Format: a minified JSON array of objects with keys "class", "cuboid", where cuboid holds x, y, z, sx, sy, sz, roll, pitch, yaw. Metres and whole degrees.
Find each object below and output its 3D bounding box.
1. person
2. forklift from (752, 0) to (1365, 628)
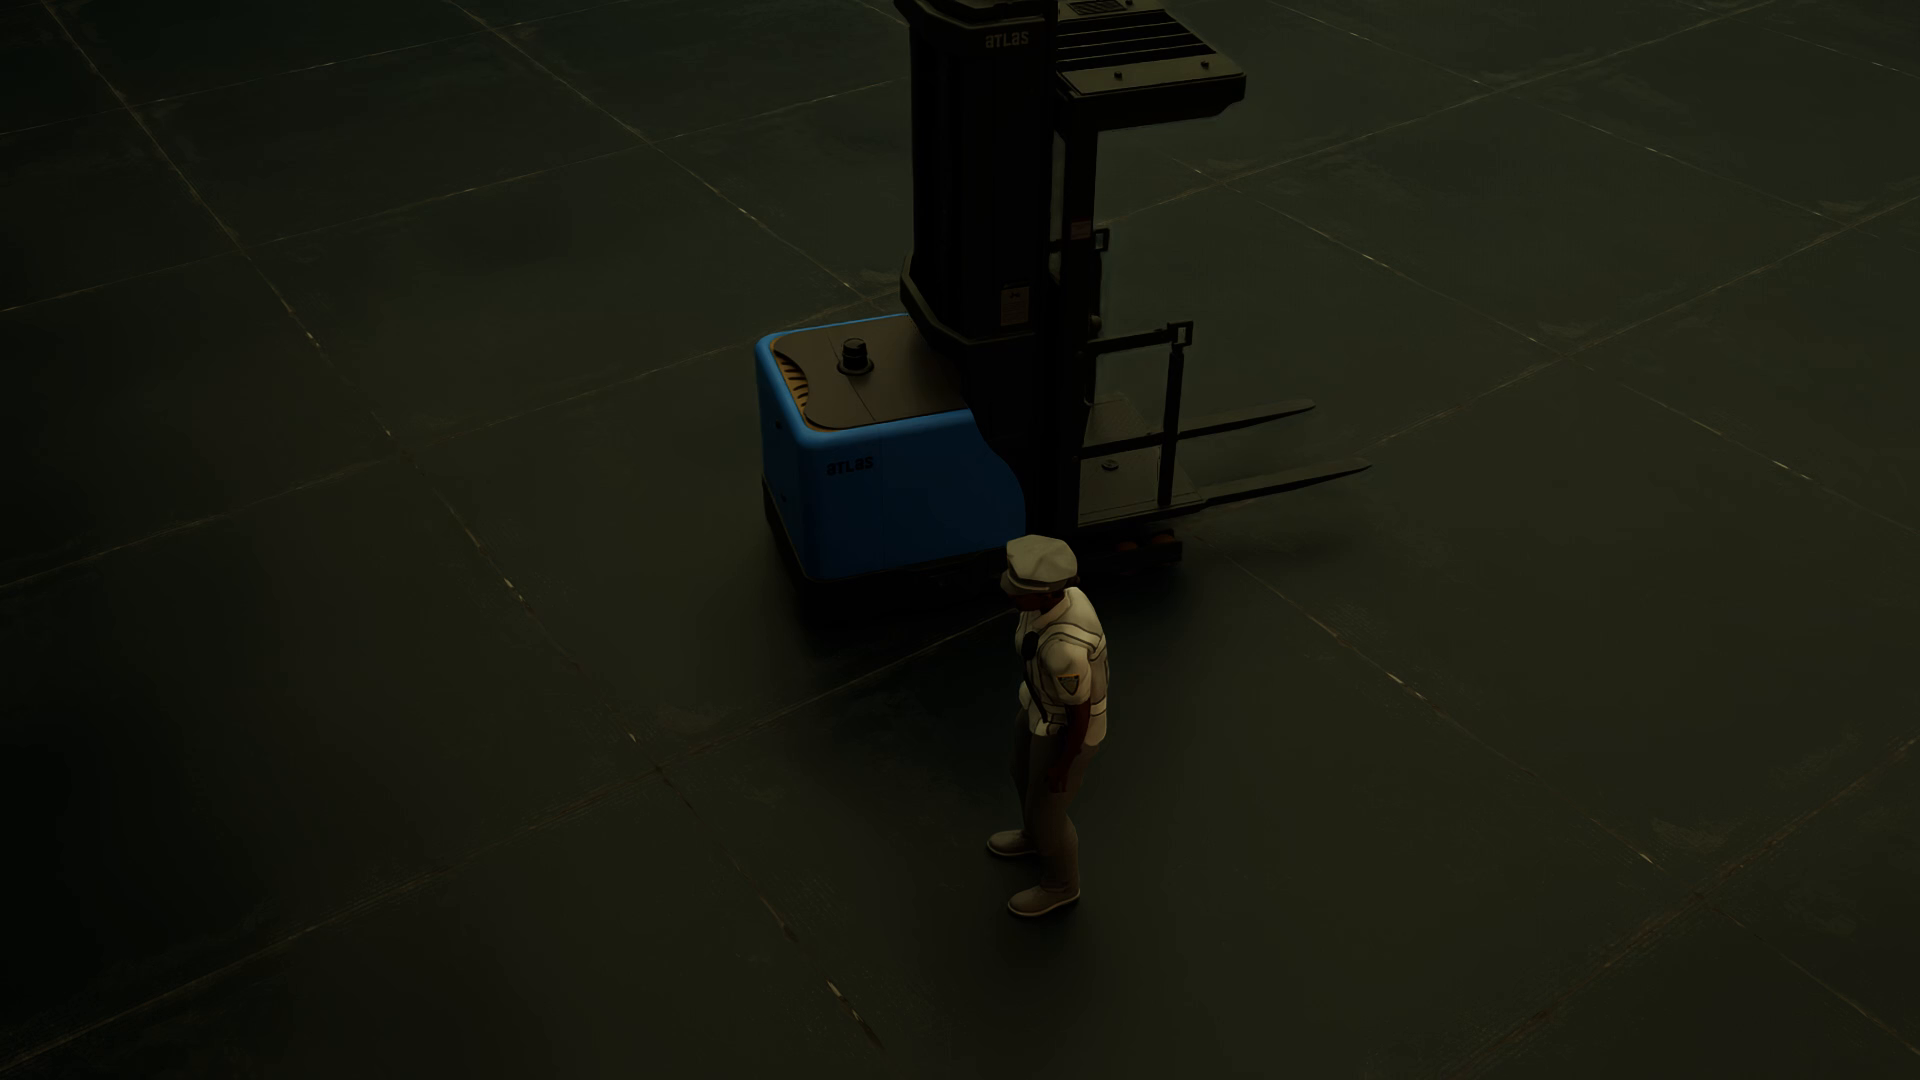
[{"class":"person","cuboid":[0.326,0.679,6.100,0.395,1.656,0.507,-7,37,-9]},{"class":"forklift","cuboid":[0.570,-1.308,7.714,3.031,2.935,1.130,-13,38,-16]}]
